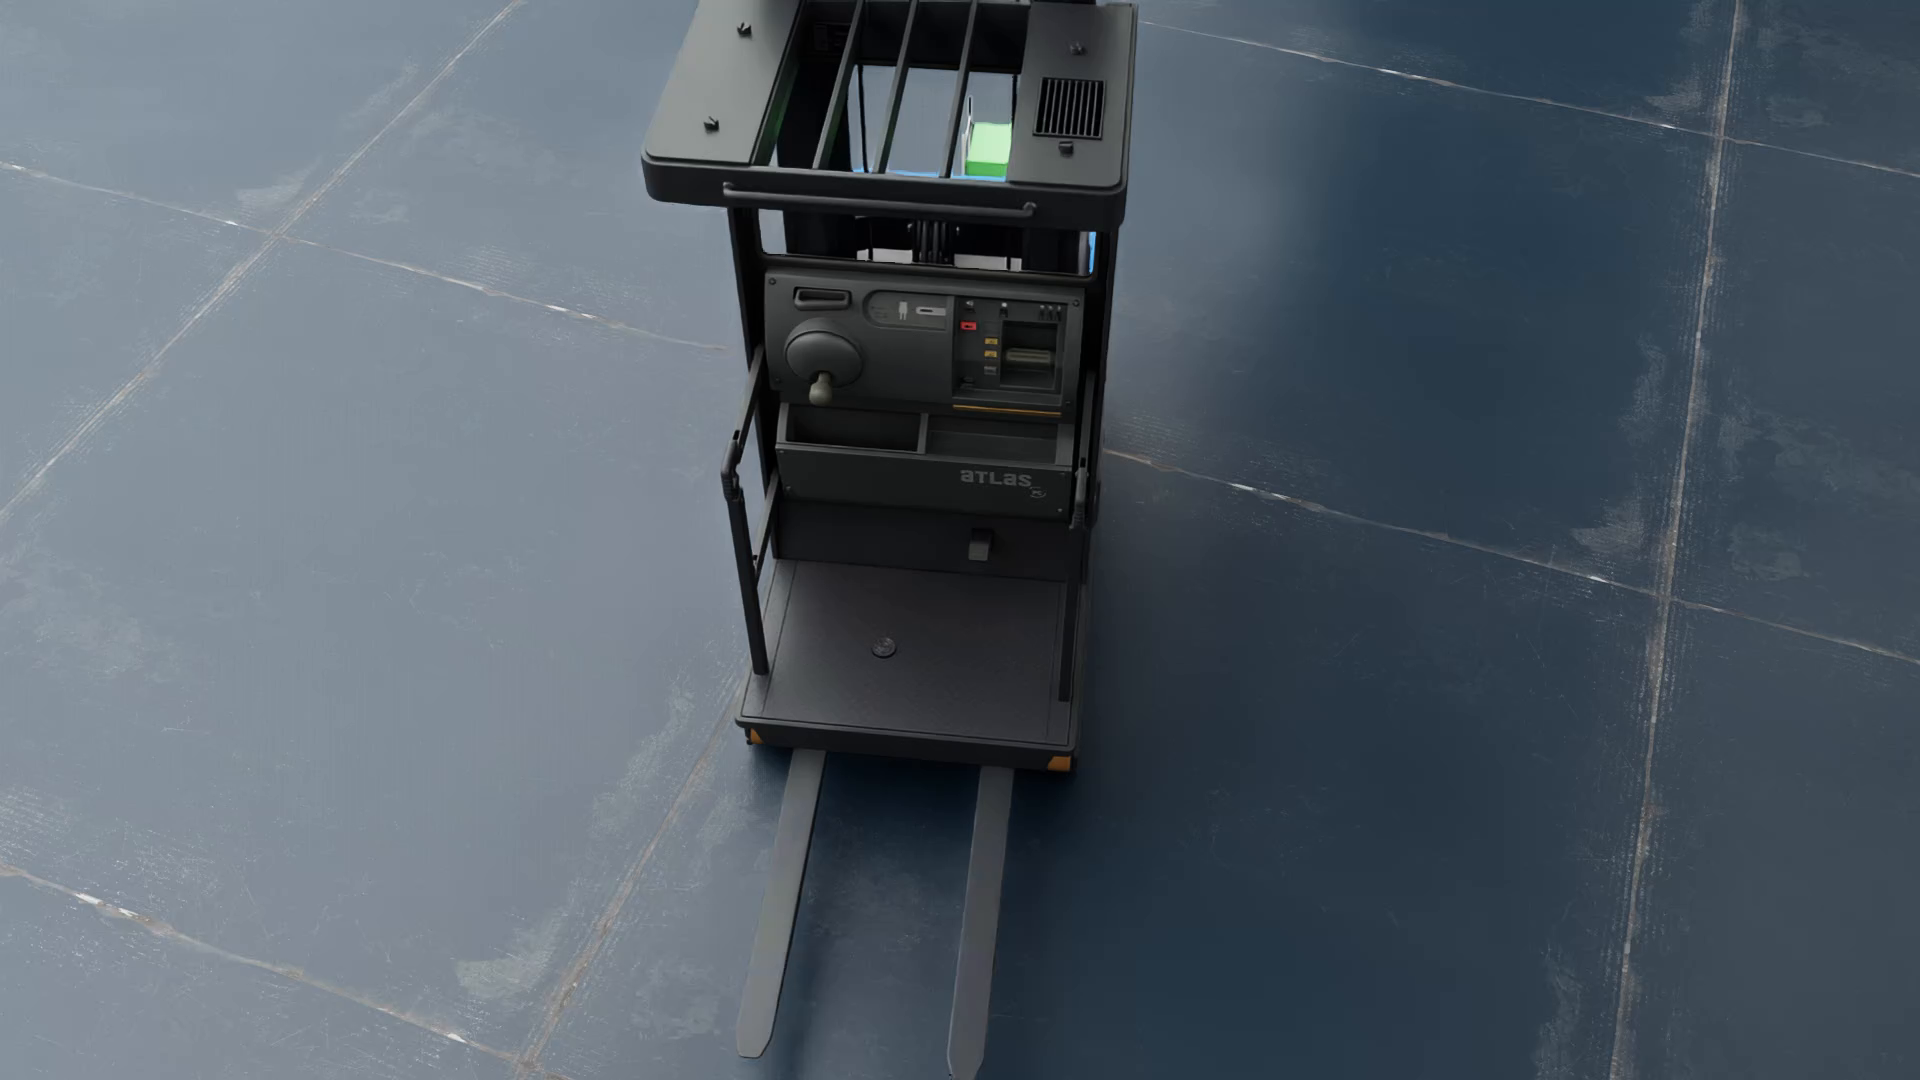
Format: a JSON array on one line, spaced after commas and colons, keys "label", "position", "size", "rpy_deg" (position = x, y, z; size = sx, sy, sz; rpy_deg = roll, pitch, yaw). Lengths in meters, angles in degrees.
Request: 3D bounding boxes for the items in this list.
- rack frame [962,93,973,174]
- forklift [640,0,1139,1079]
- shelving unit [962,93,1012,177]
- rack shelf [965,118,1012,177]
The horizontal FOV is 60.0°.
[{"label": "rack frame", "position": [0.028, -1.150, 6.453], "size": [0.015, 1.200, 0.240], "rpy_deg": [5, 49, 4]}, {"label": "forklift", "position": [-0.129, -0.466, 4.715], "size": [1.130, 2.935, 3.031], "rpy_deg": [5, 49, 4]}, {"label": "shelving unit", "position": [0.271, -1.130, 6.436], "size": [0.503, 1.200, 0.258], "rpy_deg": [5, 49, 4]}, {"label": "rack shelf", "position": [0.271, -1.403, 6.121], "size": [0.480, 0.148, 0.258], "rpy_deg": [5, 49, 4]}]
